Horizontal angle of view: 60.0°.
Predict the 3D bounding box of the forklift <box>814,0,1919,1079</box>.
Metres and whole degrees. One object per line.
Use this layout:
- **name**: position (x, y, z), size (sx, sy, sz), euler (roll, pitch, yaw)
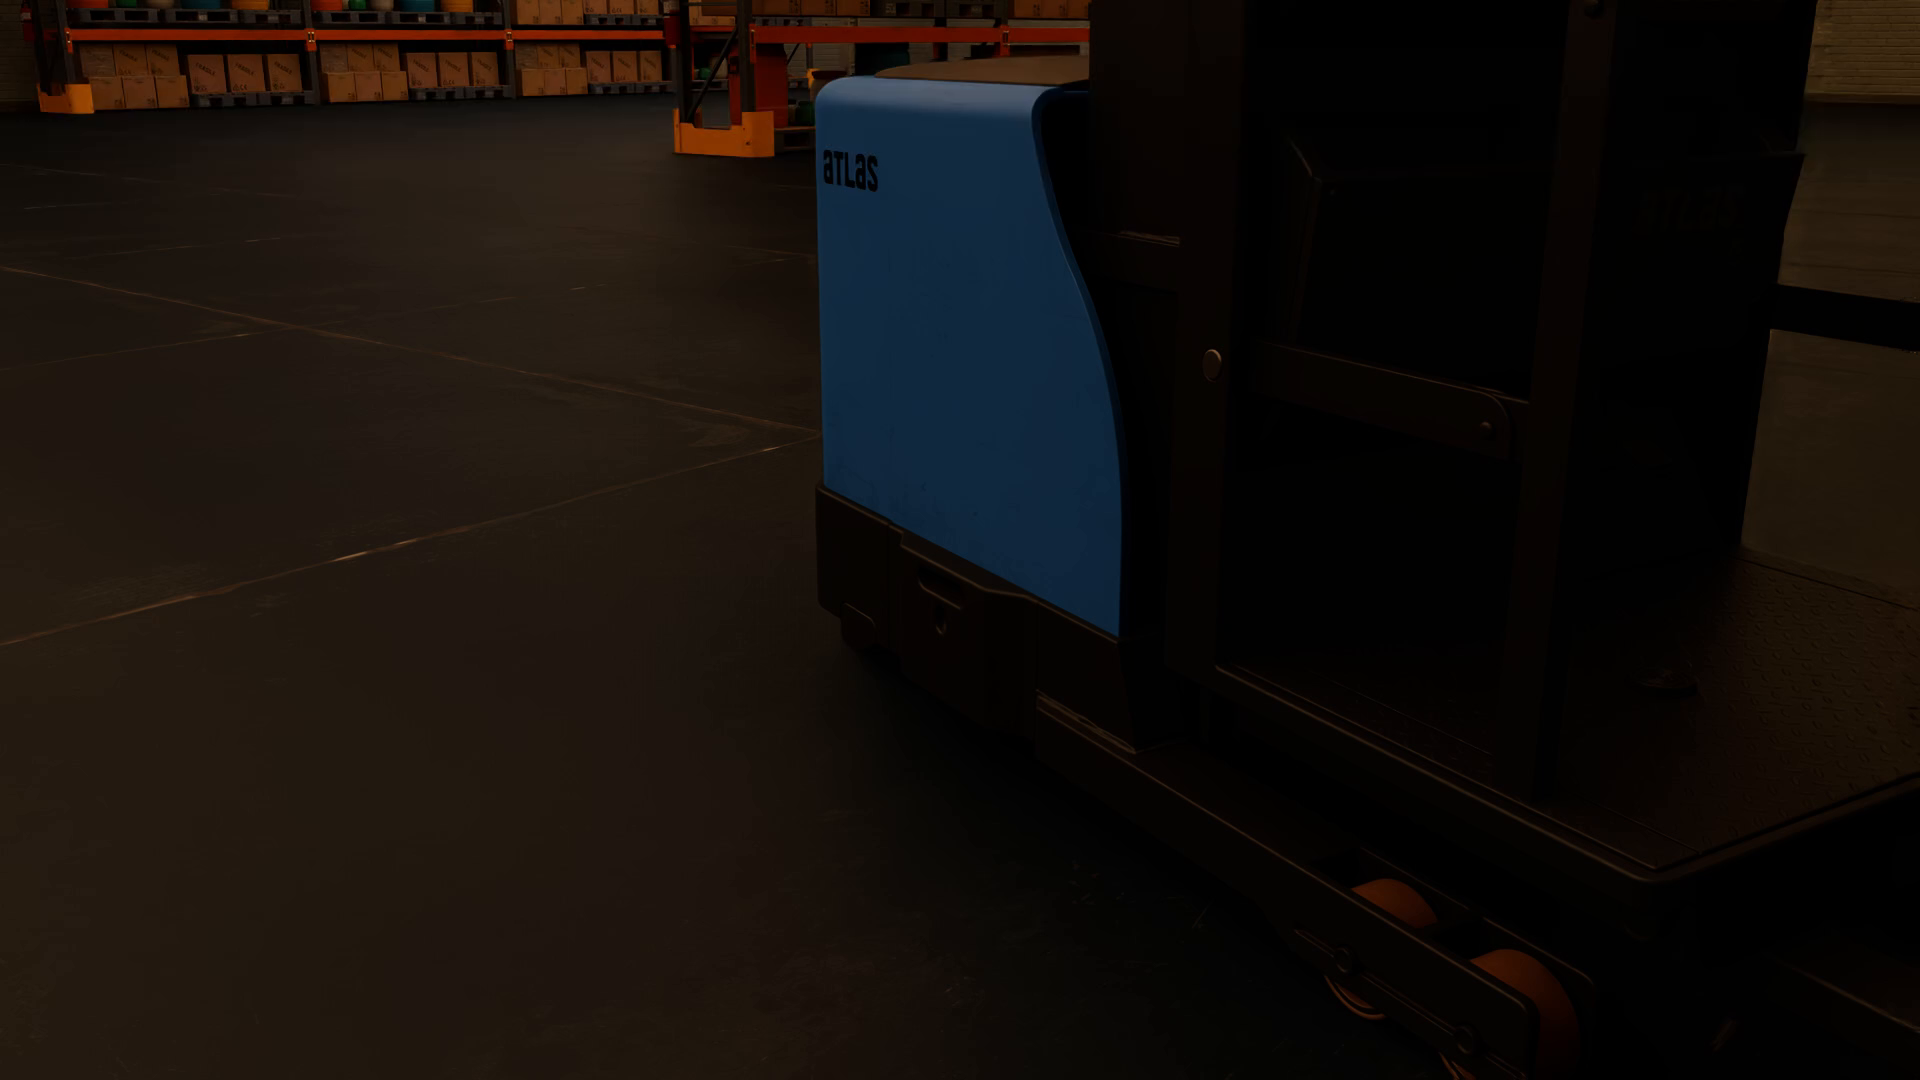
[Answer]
- **forklift**: position (0.900, -0.924, 1.941), size (1.130, 2.935, 3.031), euler (-10, 19, -29)
